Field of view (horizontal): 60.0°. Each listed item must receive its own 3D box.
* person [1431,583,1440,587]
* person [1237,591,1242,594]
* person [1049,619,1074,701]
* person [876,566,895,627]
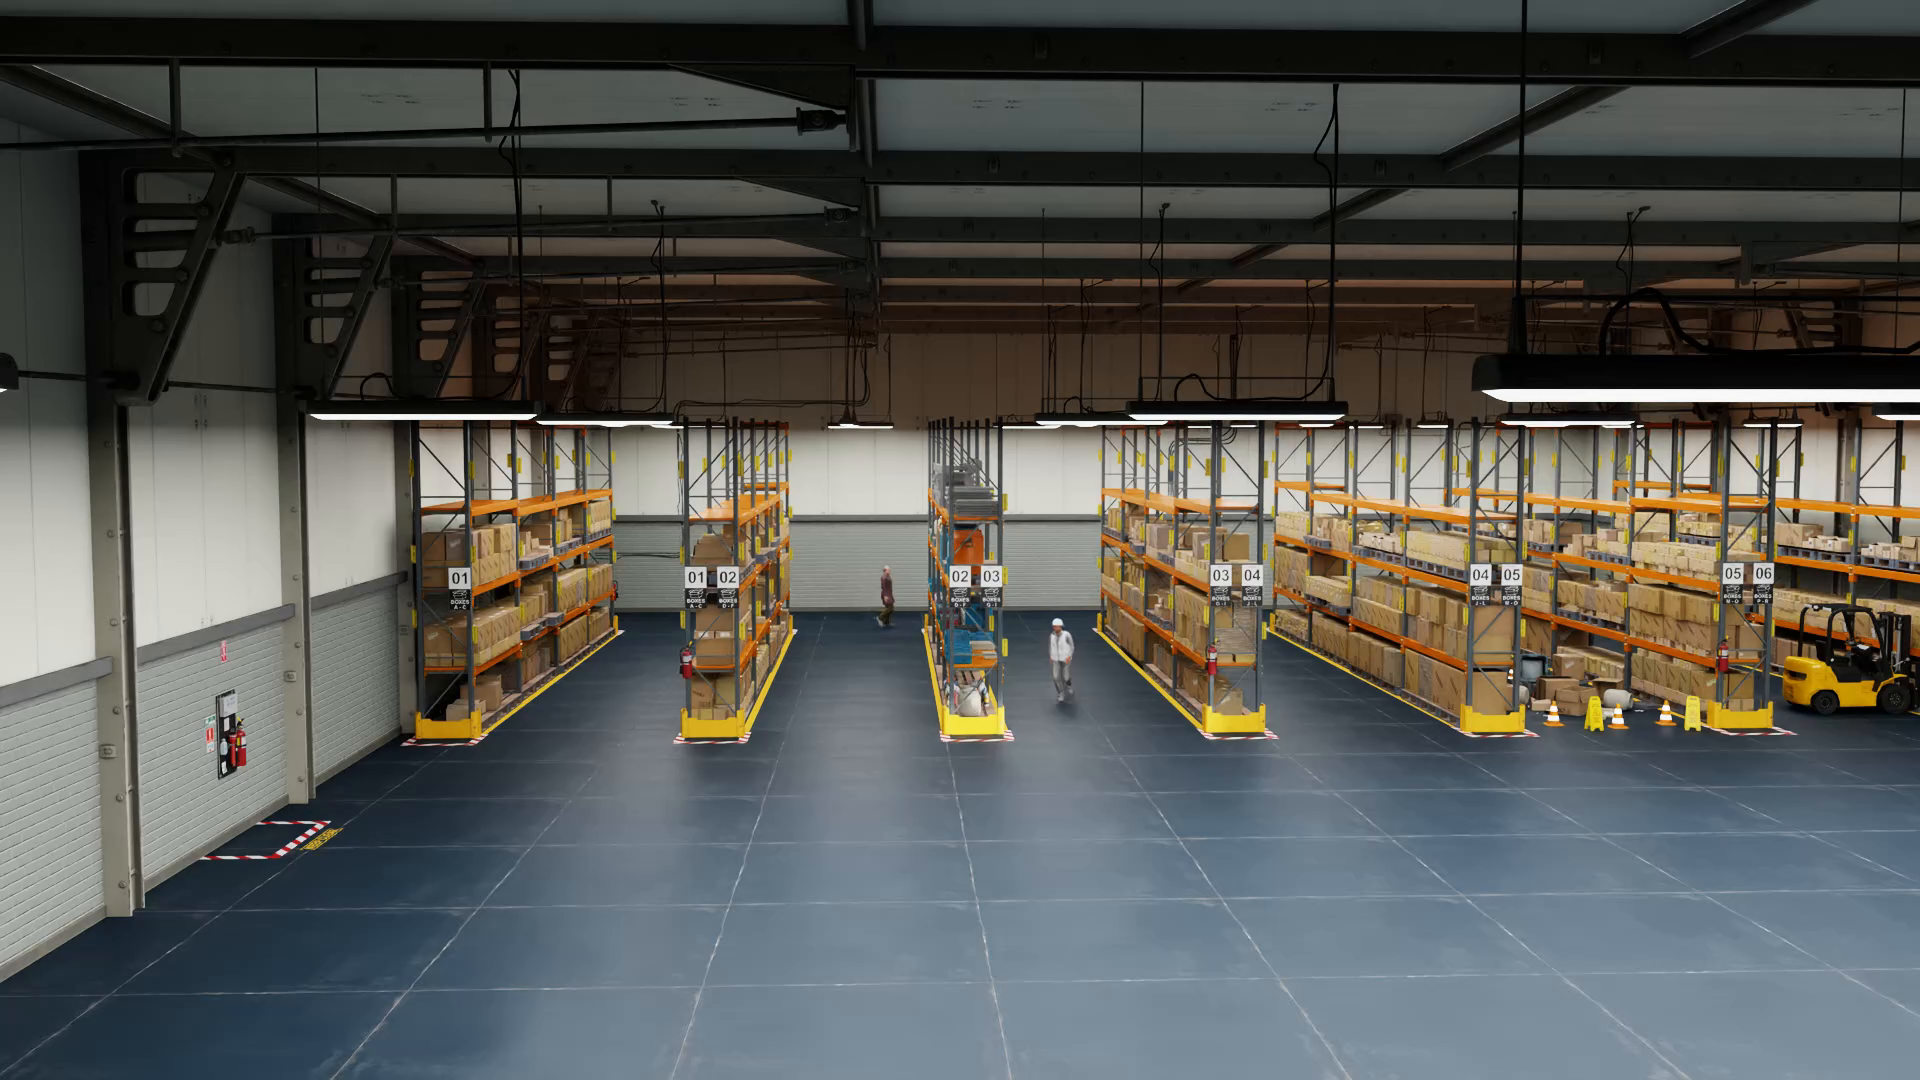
[{"bbox_3d":[12.580,1.980,43.839,0.585,1.785,0.551,0,4,2],"label":"person"},{"bbox_3d":[8.764,1.557,50.865,0.602,1.676,1.040,1,4,17],"label":"person"},{"bbox_3d":[2.167,2.542,35.529,0.593,1.745,0.629,1,4,19],"label":"person"},{"bbox_3d":[-2.177,1.652,48.499,0.567,1.776,0.599,0,4,-3],"label":"person"}]
